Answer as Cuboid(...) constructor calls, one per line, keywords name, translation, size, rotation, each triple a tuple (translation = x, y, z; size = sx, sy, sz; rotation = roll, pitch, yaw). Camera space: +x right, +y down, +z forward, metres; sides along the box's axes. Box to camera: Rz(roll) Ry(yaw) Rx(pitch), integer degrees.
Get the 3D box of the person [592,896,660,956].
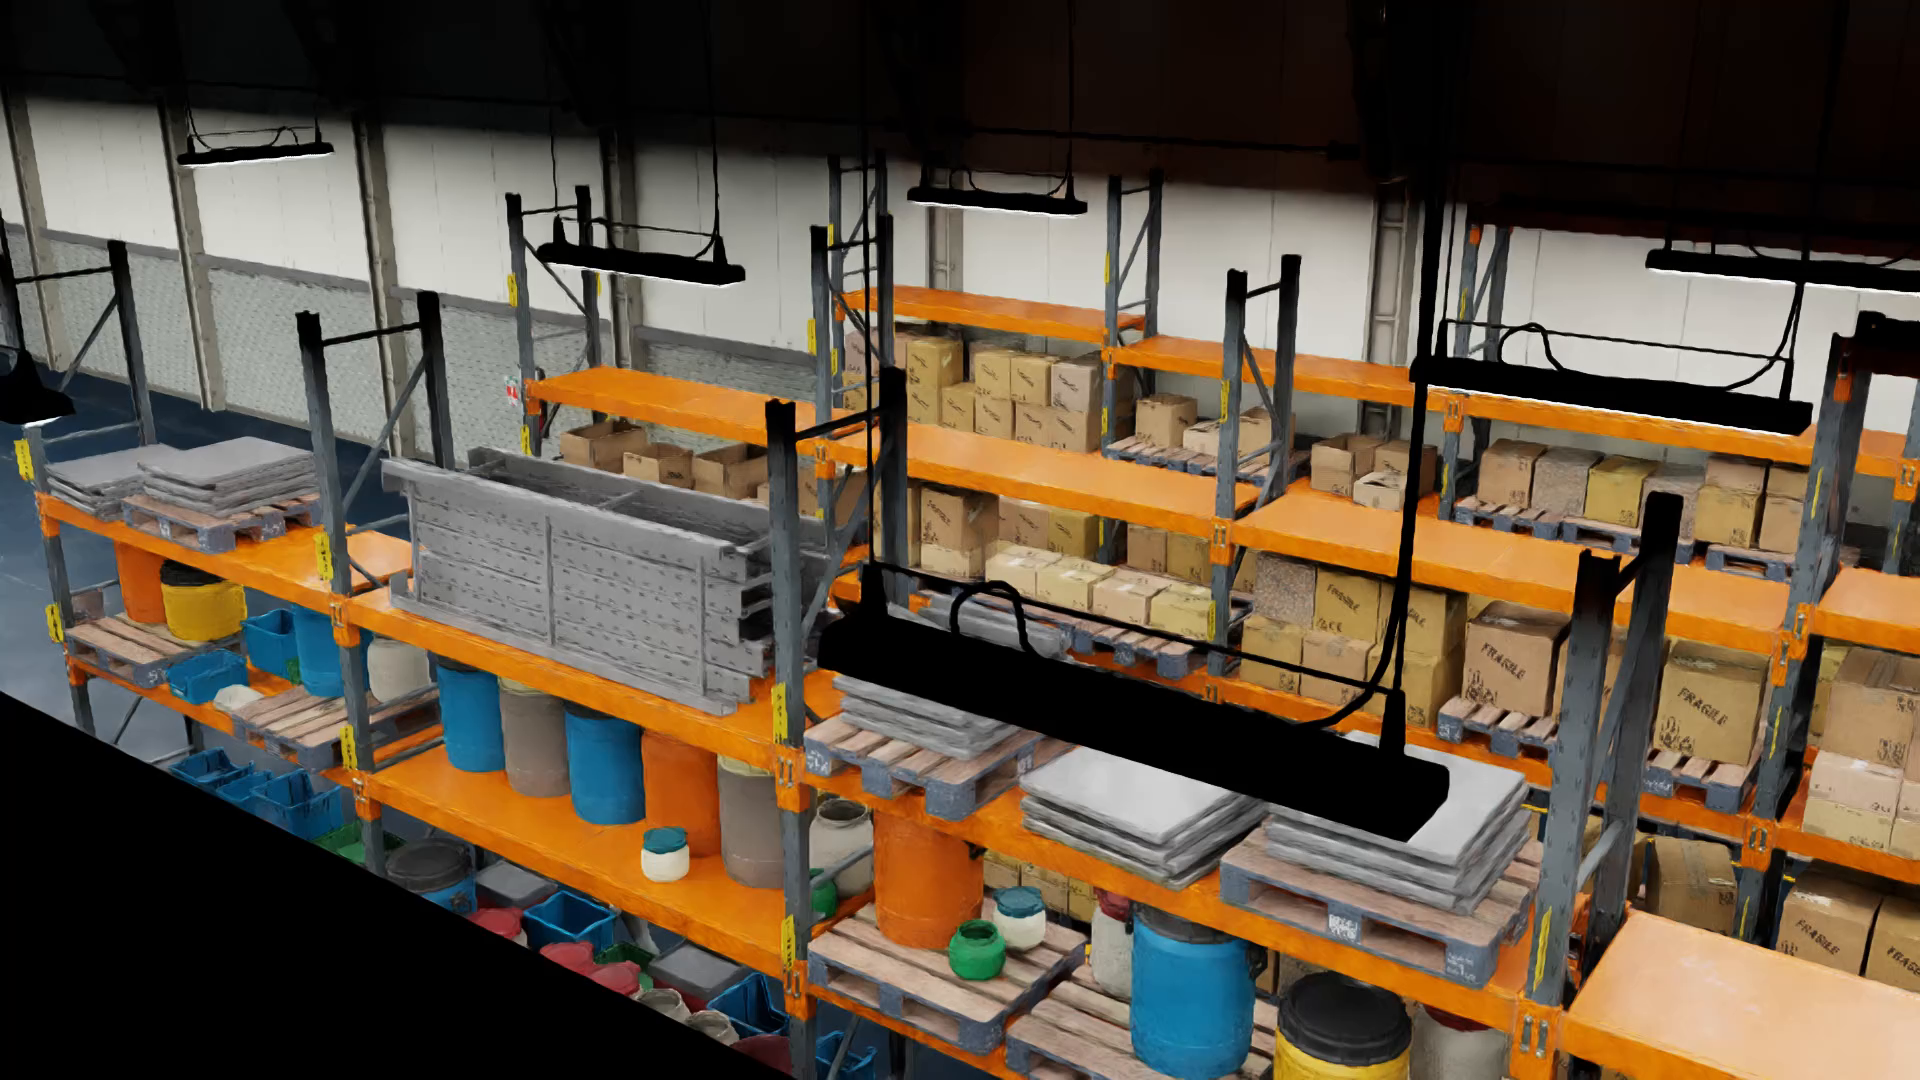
Cuboid(name="person", translation=(-2.859, 2.937, 13.749), size=(1.078, 1.569, 0.456), rotation=(14, 23, 36))
